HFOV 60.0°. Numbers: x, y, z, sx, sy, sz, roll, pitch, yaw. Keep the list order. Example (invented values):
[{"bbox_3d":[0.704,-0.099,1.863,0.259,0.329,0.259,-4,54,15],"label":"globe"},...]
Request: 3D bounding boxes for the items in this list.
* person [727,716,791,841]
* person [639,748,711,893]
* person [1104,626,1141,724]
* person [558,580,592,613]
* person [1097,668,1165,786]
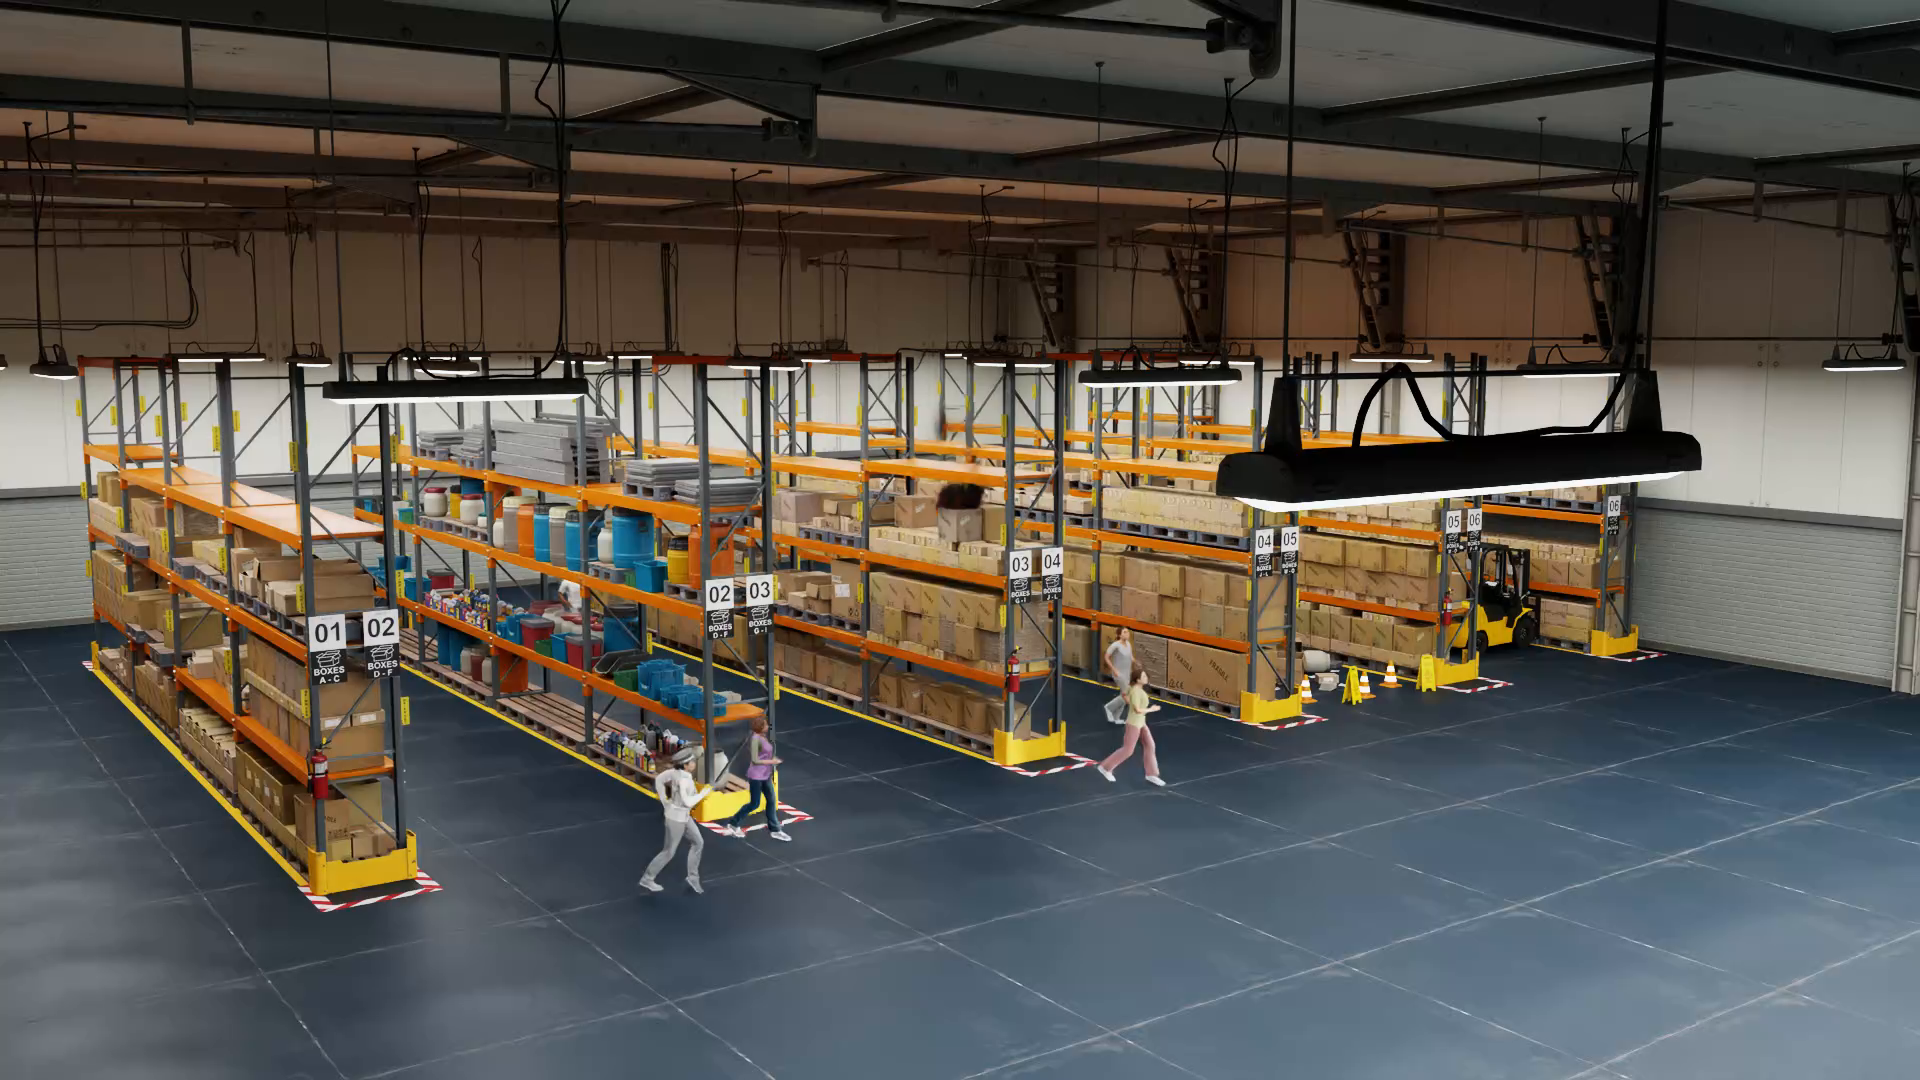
[{"bbox_3d":[-2.537,2.992,20.898,0.810,1.598,0.543,1,7,9],"label":"person"},{"bbox_3d":[-3.245,3.230,18.896,0.829,1.752,0.593,-1,7,-11],"label":"person"},{"bbox_3d":[2.694,2.217,27.289,0.561,1.637,0.552,6,9,39],"label":"person"},{"bbox_3d":[-7.868,1.365,34.094,0.716,1.728,0.726,-5,8,-35],"label":"person"},{"bbox_3d":[2.441,2.649,23.573,0.958,1.694,0.583,1,7,9],"label":"person"}]
